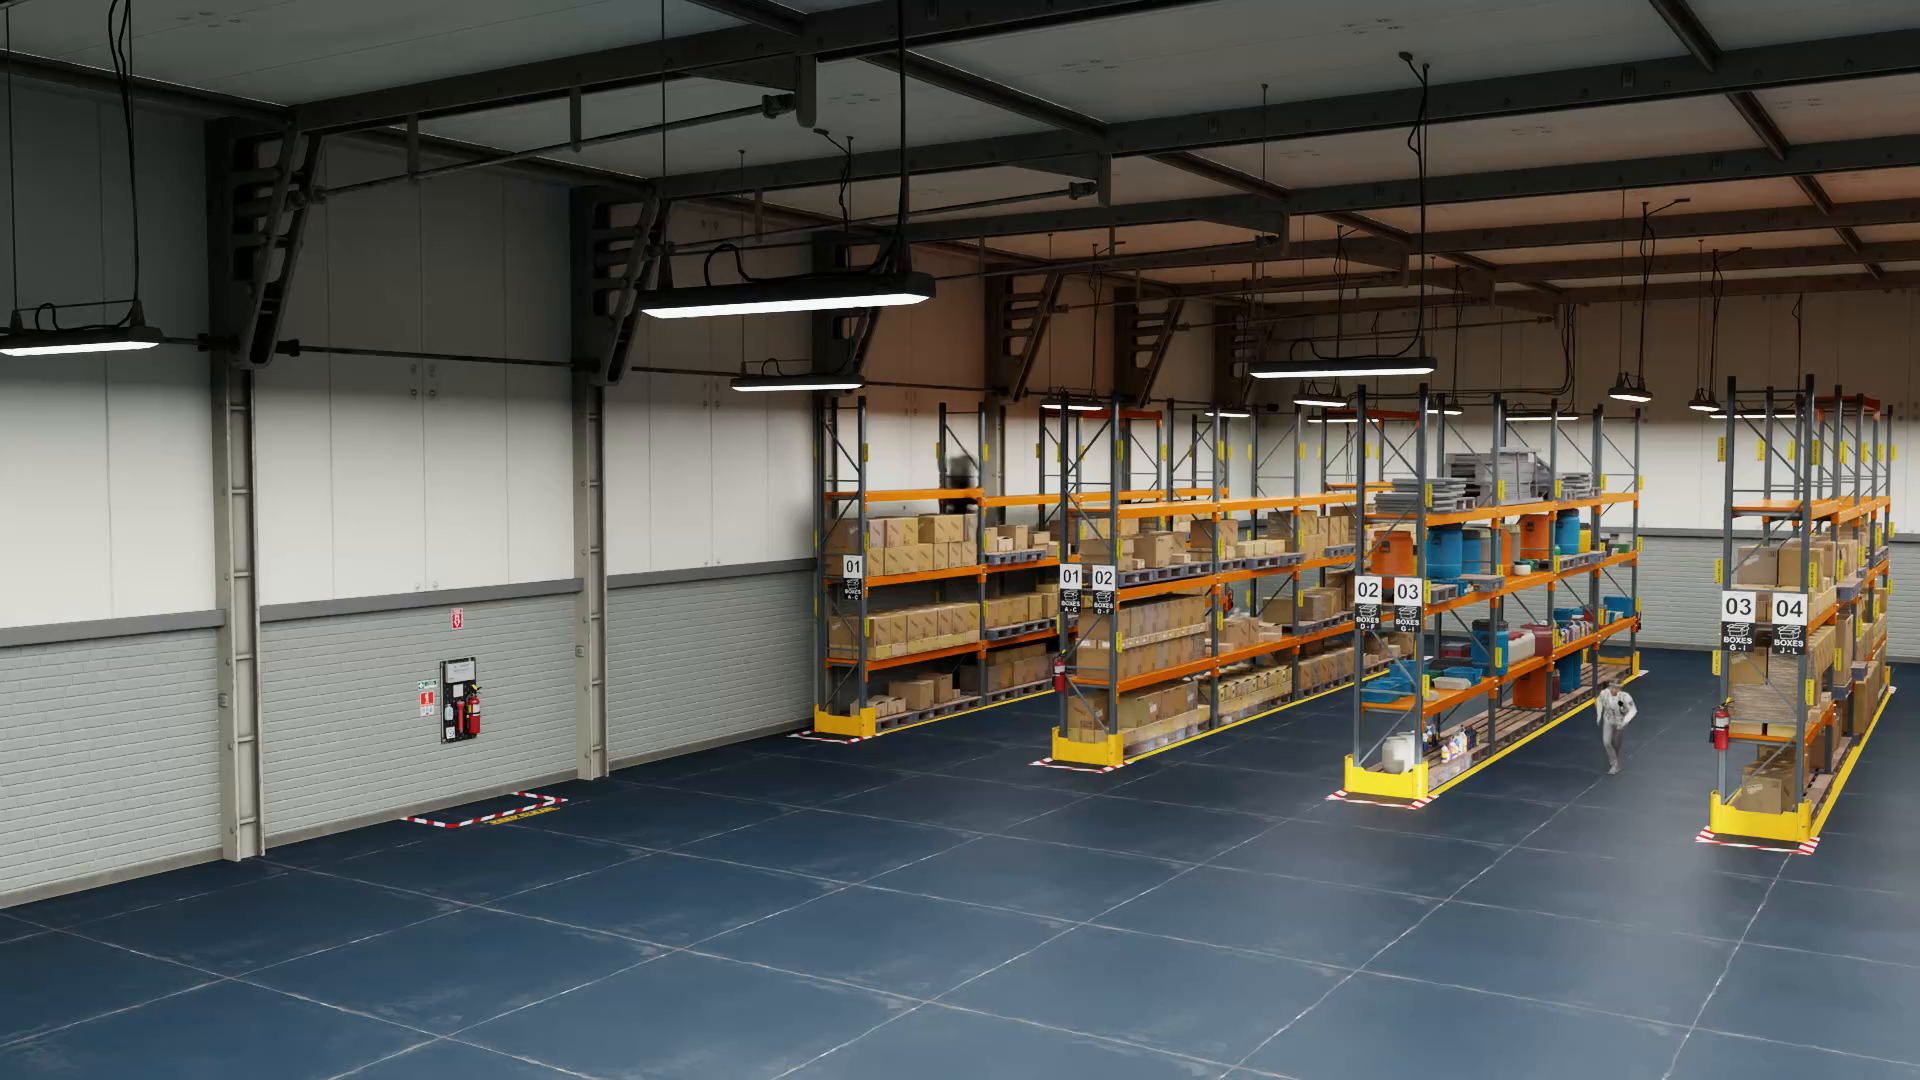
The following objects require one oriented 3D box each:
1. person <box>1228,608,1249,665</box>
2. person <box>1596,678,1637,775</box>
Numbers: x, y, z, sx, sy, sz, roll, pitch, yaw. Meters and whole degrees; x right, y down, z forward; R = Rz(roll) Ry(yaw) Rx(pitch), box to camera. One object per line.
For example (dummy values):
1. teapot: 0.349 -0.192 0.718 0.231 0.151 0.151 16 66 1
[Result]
1. person: 6.473 2.260 38.781 0.601 1.440 1.161 0 3 8
2. person: 10.329 2.881 26.141 0.611 1.517 1.038 2 3 28
